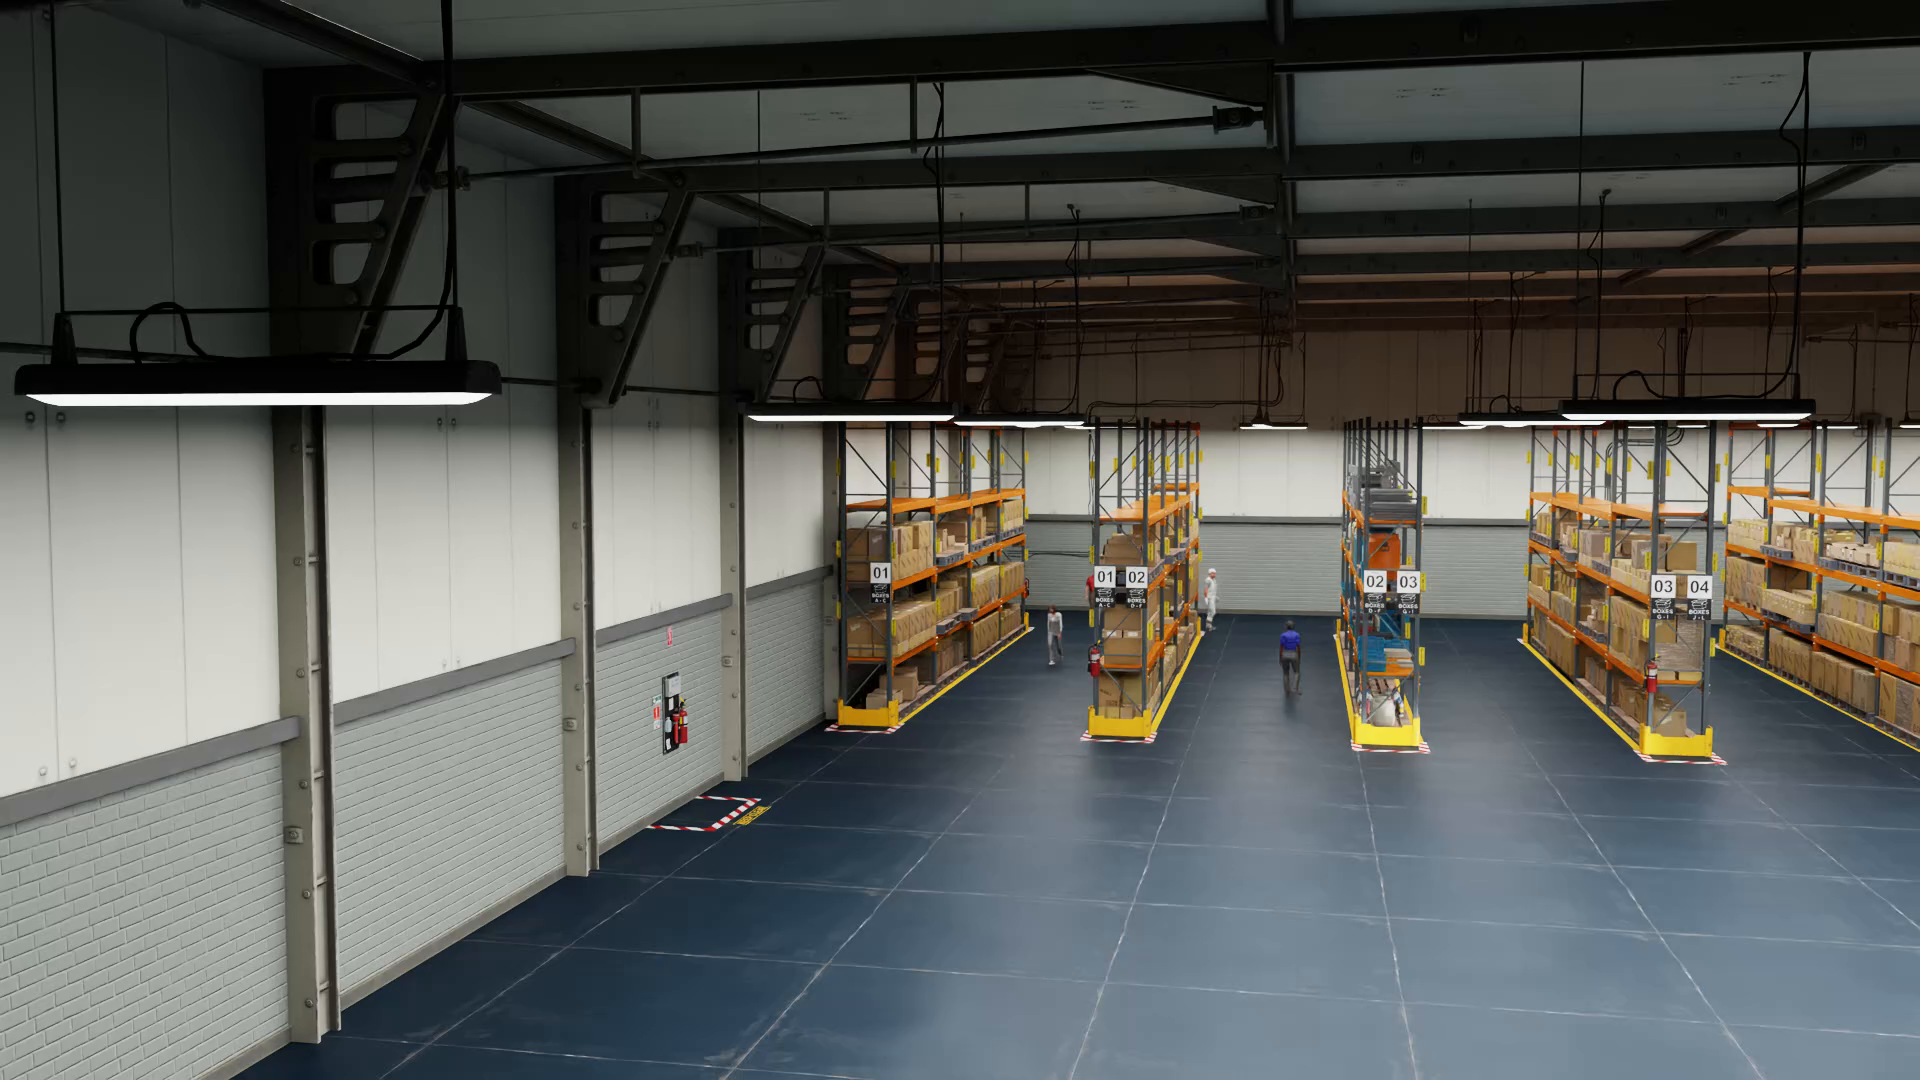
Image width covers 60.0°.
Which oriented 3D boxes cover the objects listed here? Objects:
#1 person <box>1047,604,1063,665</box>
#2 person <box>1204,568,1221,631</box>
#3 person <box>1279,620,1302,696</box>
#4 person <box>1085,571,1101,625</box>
[{"bbox_3d":[2.344,2.307,41.088,0.407,1.477,0.893,1,4,17],"label":"person"},{"bbox_3d":[7.254,1.752,47.970,0.395,1.880,0.582,2,4,29],"label":"person"},{"bbox_3d":[7.159,2.566,35.995,0.495,1.654,0.507,1,4,13],"label":"person"},{"bbox_3d":[4.031,1.664,49.552,0.598,1.664,1.099,1,4,9],"label":"person"}]
